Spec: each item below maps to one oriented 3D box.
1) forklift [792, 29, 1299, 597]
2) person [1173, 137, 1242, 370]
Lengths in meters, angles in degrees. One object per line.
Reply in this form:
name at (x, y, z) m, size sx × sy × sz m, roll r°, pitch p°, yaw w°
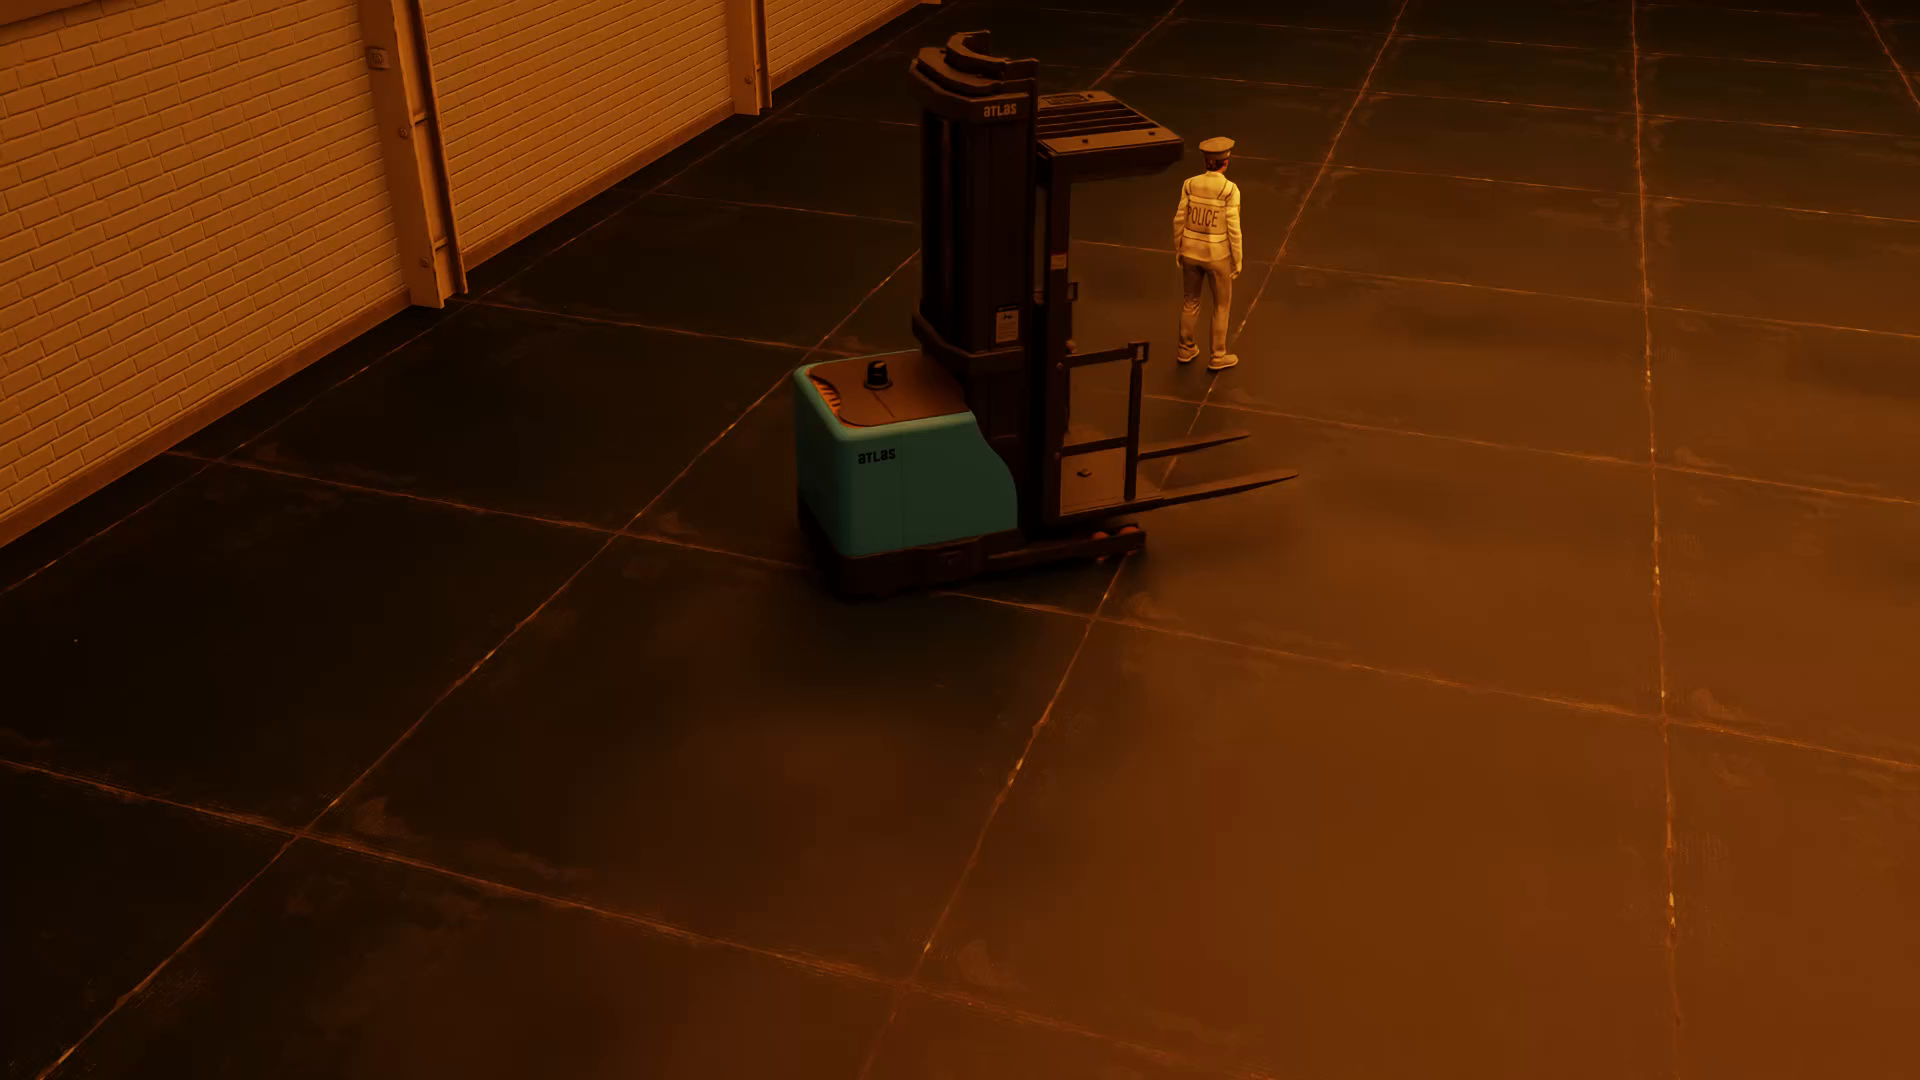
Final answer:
forklift at (0.579, -1.387, 9.569) m, size 3.031 × 2.935 × 1.130 m, roll -10°, pitch 31°, yaw -17°
person at (1.794, -2.053, 12.022) m, size 0.523 × 1.663 × 0.374 m, roll 18°, pitch 34°, yaw 29°
